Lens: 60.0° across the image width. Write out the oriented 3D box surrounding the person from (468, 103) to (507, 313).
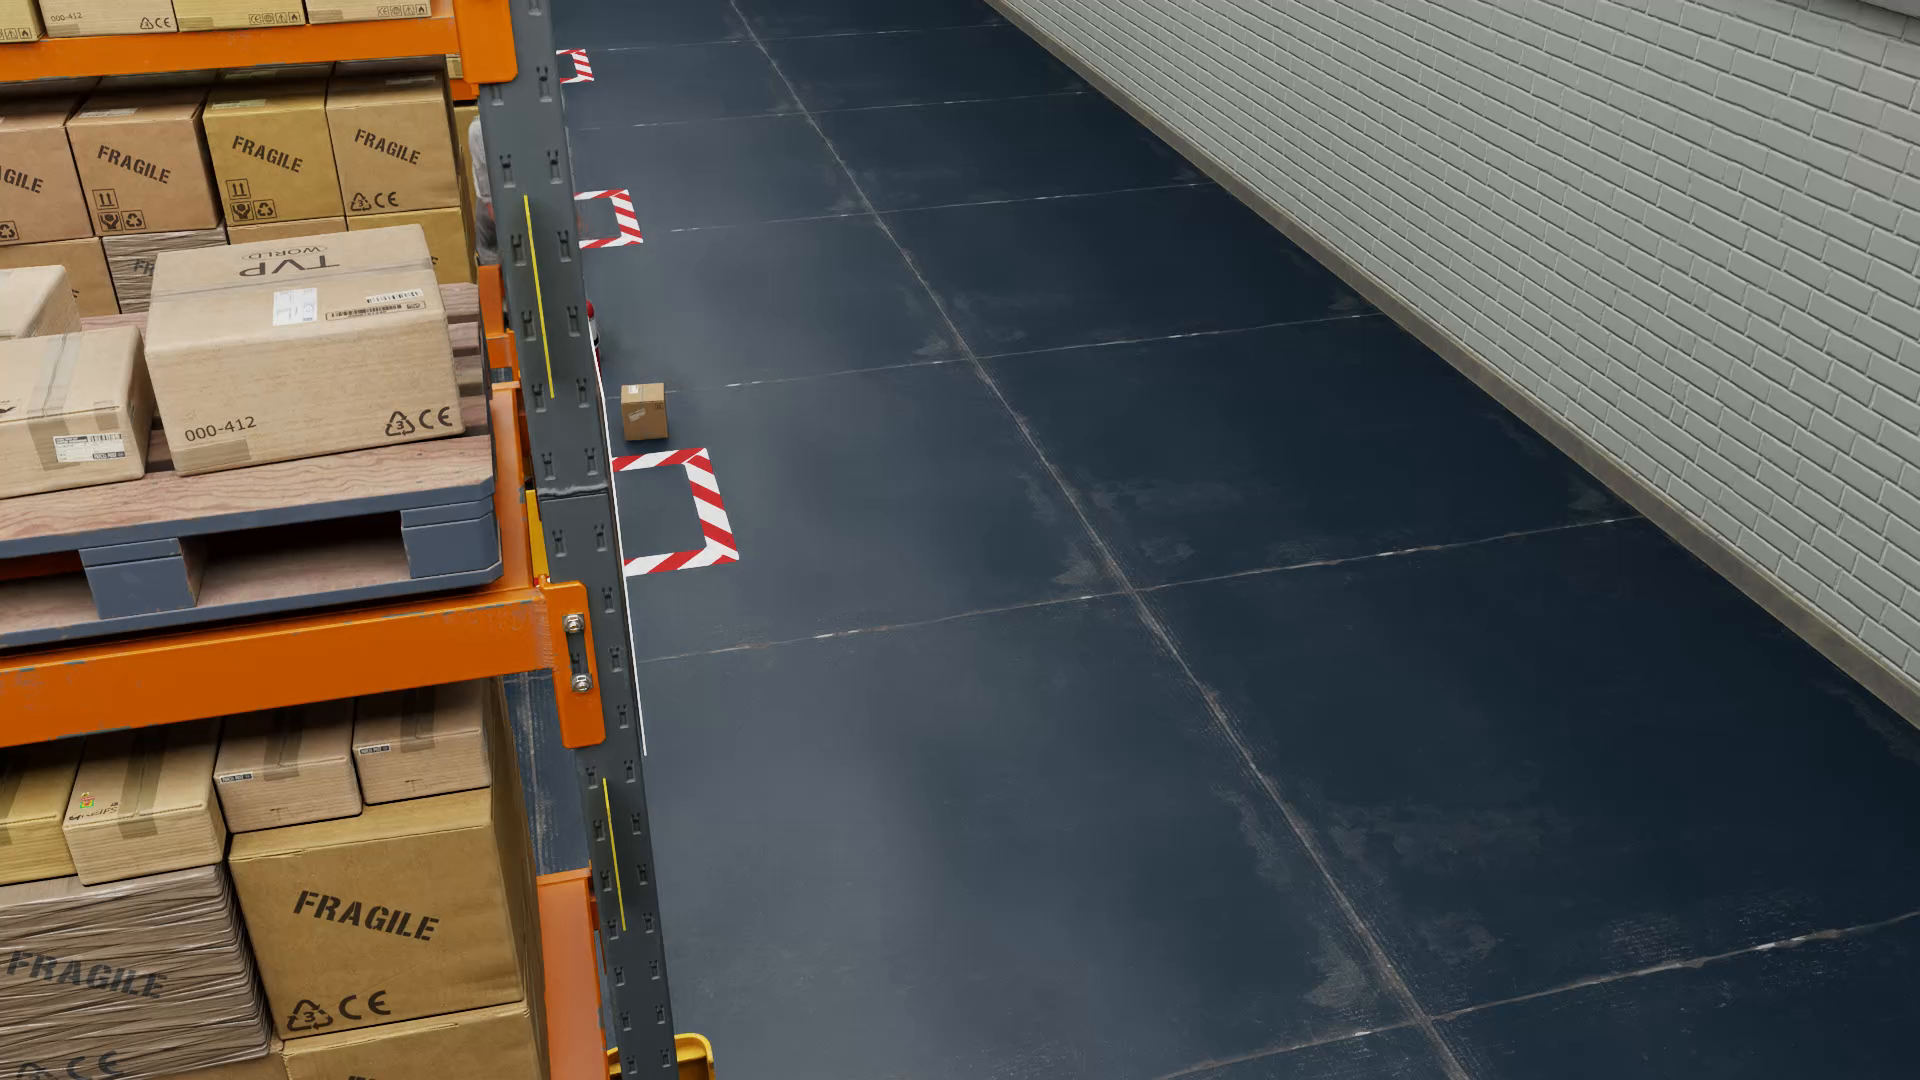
[{"bbox_3d":[-3.025,-2.291,11.091,0.538,1.837,0.577,-25,38,-36],"label":"person"}]
